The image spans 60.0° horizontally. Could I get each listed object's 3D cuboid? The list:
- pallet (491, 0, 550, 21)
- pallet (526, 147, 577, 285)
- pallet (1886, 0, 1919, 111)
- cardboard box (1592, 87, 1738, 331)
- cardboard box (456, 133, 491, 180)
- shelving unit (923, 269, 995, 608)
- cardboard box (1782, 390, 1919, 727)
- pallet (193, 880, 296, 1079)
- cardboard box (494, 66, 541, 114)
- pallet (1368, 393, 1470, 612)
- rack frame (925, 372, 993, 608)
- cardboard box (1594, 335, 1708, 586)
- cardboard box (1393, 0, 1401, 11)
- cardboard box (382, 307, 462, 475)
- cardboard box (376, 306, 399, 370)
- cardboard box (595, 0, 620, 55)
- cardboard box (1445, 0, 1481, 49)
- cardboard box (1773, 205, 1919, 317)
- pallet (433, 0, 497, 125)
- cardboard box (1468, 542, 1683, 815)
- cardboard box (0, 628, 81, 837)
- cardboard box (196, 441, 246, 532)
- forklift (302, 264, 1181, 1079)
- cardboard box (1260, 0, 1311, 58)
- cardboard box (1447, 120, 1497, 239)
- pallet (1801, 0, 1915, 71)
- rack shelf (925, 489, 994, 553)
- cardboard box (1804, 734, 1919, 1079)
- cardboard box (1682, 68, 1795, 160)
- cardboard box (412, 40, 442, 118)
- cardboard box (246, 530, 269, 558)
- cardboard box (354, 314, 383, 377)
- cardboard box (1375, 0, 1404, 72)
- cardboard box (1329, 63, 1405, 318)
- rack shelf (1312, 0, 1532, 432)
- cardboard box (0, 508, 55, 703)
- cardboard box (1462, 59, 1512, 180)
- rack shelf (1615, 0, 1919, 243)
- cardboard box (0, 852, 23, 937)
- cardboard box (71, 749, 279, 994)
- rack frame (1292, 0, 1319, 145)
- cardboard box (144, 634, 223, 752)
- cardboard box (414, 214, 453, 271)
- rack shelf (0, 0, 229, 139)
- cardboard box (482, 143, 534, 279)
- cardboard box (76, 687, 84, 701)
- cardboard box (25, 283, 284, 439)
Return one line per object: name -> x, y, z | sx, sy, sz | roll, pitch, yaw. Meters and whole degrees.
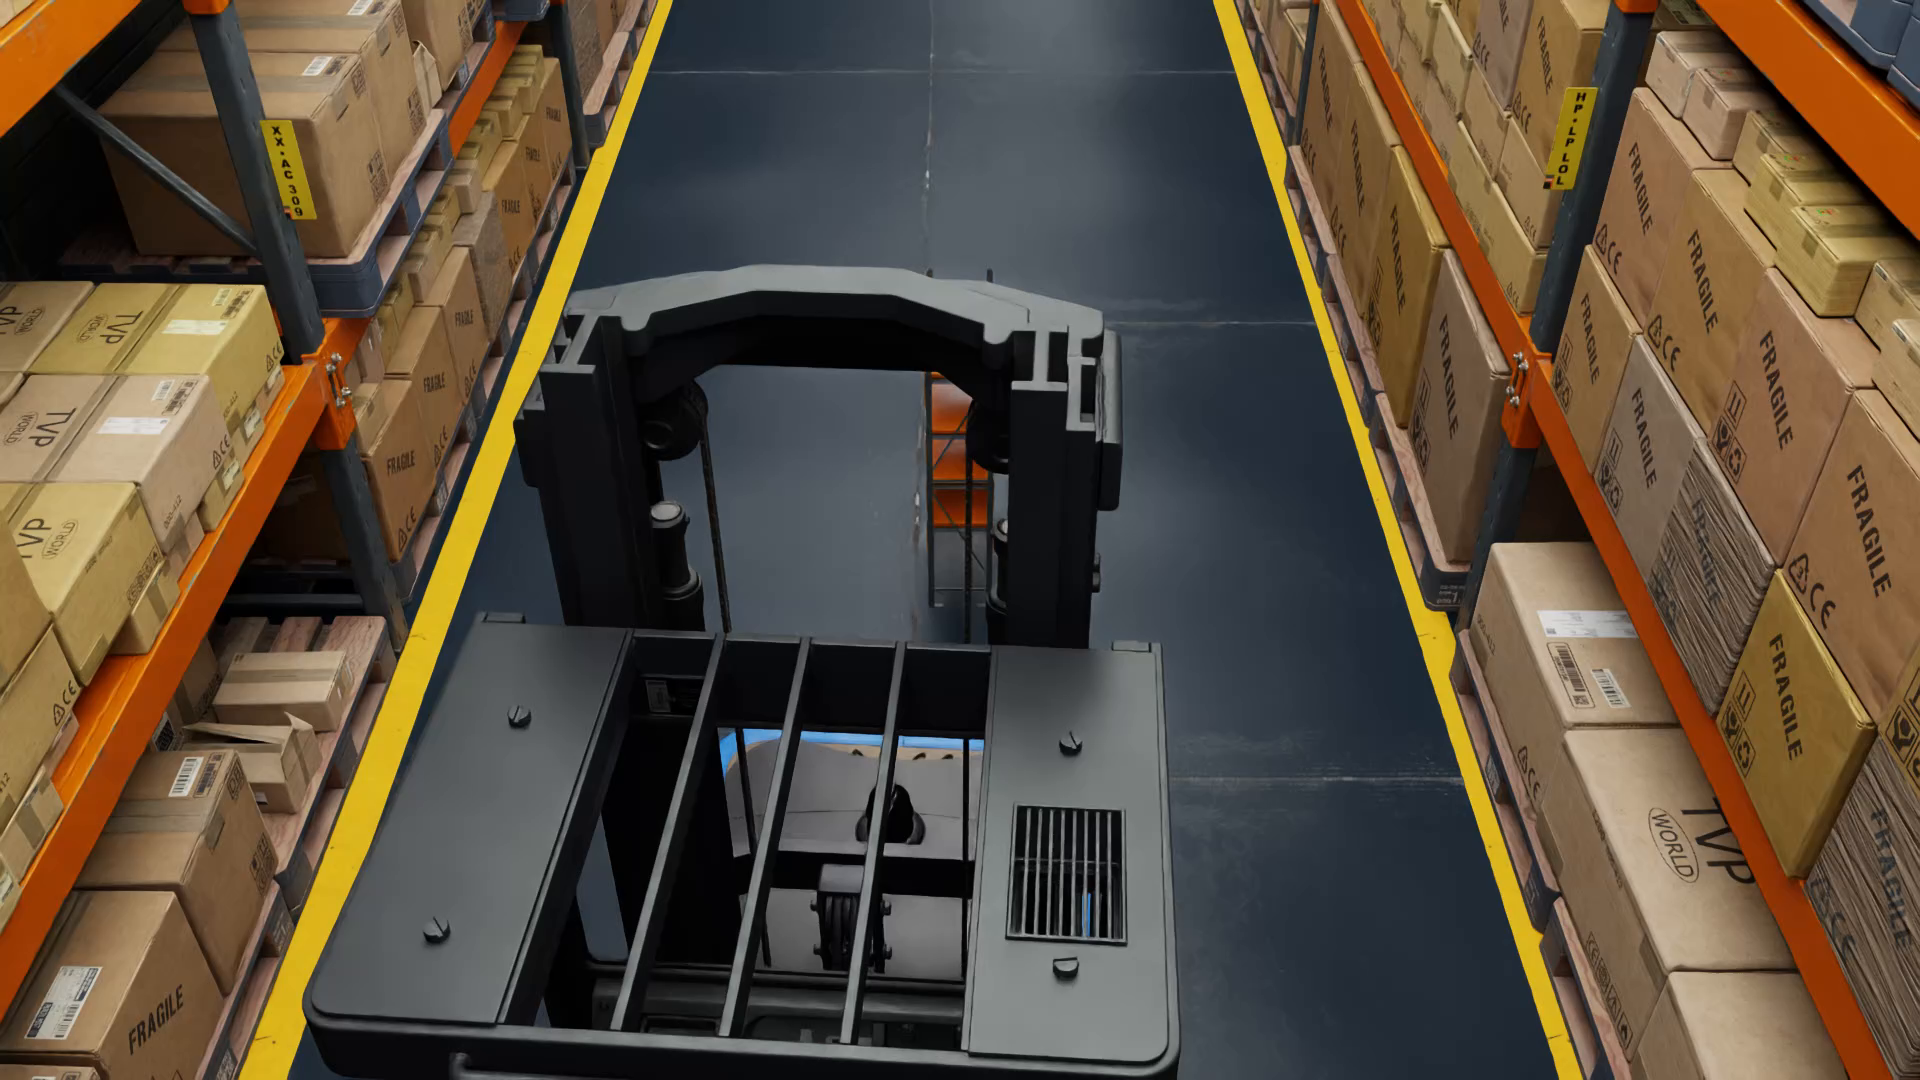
pallet -> -2.522, -2.784, 7.978 | 1.213, 0.211, 1.003 | 0, 39, 0
pallet -> -2.630, -1.727, 8.737 | 1.003, 0.211, 1.213 | 0, 39, 0
pallet -> 2.364, -0.650, 2.835 | 1.003, 0.211, 1.213 | 0, 39, 0
cardboard box -> 2.133, -0.918, 4.617 | 0.500, 0.500, 0.500 | 0, 39, 0
cardboard box -> -2.396, -1.759, 7.690 | 0.380, 0.149, 0.250 | -1, 39, -1
shelving unit -> 0.000, -0.365, 6.246 | 0.258, 1.200, 0.503 | 0, 39, 0
cardboard box -> 2.115, 0.034, 3.430 | 0.500, 0.500, 0.500 | 0, 39, 0
pallet -> -2.585, 1.502, 4.708 | 1.003, 0.211, 1.213 | 0, 39, 0
cardboard box -> -2.308, -2.244, 8.297 | 0.380, 0.149, 0.250 | -2, 39, -2
pallet -> 2.299, -0.181, 6.807 | 1.003, 0.211, 1.213 | 0, 39, 0
rack frame -> 0.000, -0.212, 6.055 | 0.240, 1.200, 0.015 | 0, 39, 0
cardboard box -> 2.110, -0.217, 4.543 | 0.500, 0.500, 0.500 | 0, 39, 0
cardboard box -> 2.112, -2.473, 7.157 | 0.500, 0.250, 0.500 | 0, 39, 0
cardboard box -> -2.375, -0.605, 6.769 | 0.500, 0.500, 0.500 | -1, 39, -1
cardboard box -> -2.412, -0.781, 6.470 | 0.380, 0.149, 0.250 | -2, 39, -2
cardboard box -> -2.589, -3.318, 10.055 | 0.875, 0.625, 0.625 | 1, 39, 1
cardboard box -> 2.134, -2.136, 6.137 | 0.500, 0.500, 0.500 | 1, 39, 1
cardboard box -> 2.085, -0.630, 3.739 | 0.380, 0.149, 0.250 | -1, 39, -1
pallet -> -2.586, -1.991, 6.990 | 1.003, 0.211, 1.213 | 0, 39, 0
cardboard box -> 2.268, 0.442, 5.513 | 0.875, 0.438, 0.875 | -1, 39, -1
cardboard box -> -2.342, 0.427, 3.701 | 0.500, 0.250, 0.500 | -1, 39, -1
cardboard box -> -2.289, -0.158, 4.750 | 0.380, 0.149, 0.250 | 1, 39, 1
forklift -> -0.247, 1.127, 3.000 | 1.130, 2.935, 3.031 | 2, 39, 3
cardboard box -> 2.371, -3.241, 10.162 | 0.950, 0.372, 0.625 | -1, 39, -1
cardboard box -> 2.123, -1.327, 6.127 | 0.500, 0.250, 0.500 | -1, 39, -1
pallet -> 2.365, -1.411, 3.784 | 1.003, 0.211, 1.213 | 0, 39, 0
rack shelf -> 0.000, -0.157, 6.412 | 0.258, 0.148, 0.480 | 0, 39, 0
cardboard box -> 2.118, 0.739, 3.350 | 0.500, 0.500, 0.500 | 1, 39, 1
cardboard box -> 2.132, -1.111, 4.340 | 0.380, 0.149, 0.250 | 1, 39, 1
cardboard box -> -2.207, -1.761, 6.321 | 0.396, 0.266, 0.258 | 2, 39, 2
cardboard box -> -2.885, -0.276, 6.359 | 0.500, 0.500, 0.500 | 0, 39, 0
cardboard box -> -2.371, -0.725, 6.163 | 0.380, 0.149, 0.250 | -2, 39, -2
cardboard box -> 2.132, -2.274, 7.309 | 0.500, 0.250, 0.500 | 1, 39, 1
cardboard box -> 2.285, -1.633, 7.753 | 0.875, 0.875, 0.875 | 0, 39, 1
rack shelf -> 2.373, -1.757, 7.119 | 1.077, 0.370, 4.000 | 0, 39, 0
cardboard box -> -2.317, 0.148, 3.449 | 0.500, 0.500, 0.500 | 1, 39, 1
cardboard box -> 2.123, -1.511, 5.958 | 0.500, 0.250, 0.500 | 1, 39, 1
rack shelf -> 2.377, -0.426, 3.059 | 1.077, 0.370, 4.000 | 0, 39, 0
cardboard box -> -2.262, 0.807, 3.545 | 0.380, 0.149, 0.250 | -1, 39, -1
cardboard box -> -2.453, 0.966, 4.809 | 0.700, 0.500, 0.500 | -1, 39, -2
rack frame -> 2.370, -3.288, 8.455 | 1.000, 3.000, 0.127 | 0, 39, 0
cardboard box -> -2.824, 0.518, 5.520 | 0.500, 0.311, 0.500 | 1, 39, 2
cardboard box -> -2.387, -1.263, 7.072 | 0.380, 0.149, 0.250 | 1, 39, 2
rack shelf -> -2.586, -0.420, 3.052 | 1.077, 0.370, 4.000 | 0, 39, 0
cardboard box -> -2.385, -1.566, 7.969 | 0.500, 0.500, 0.500 | 2, 39, 2
cardboard box -> -2.399, 0.327, 4.144 | 0.380, 0.149, 0.250 | 0, 39, 1
cardboard box -> -2.344, -0.520, 4.882 | 0.500, 0.250, 0.500 | 1, 39, 1
